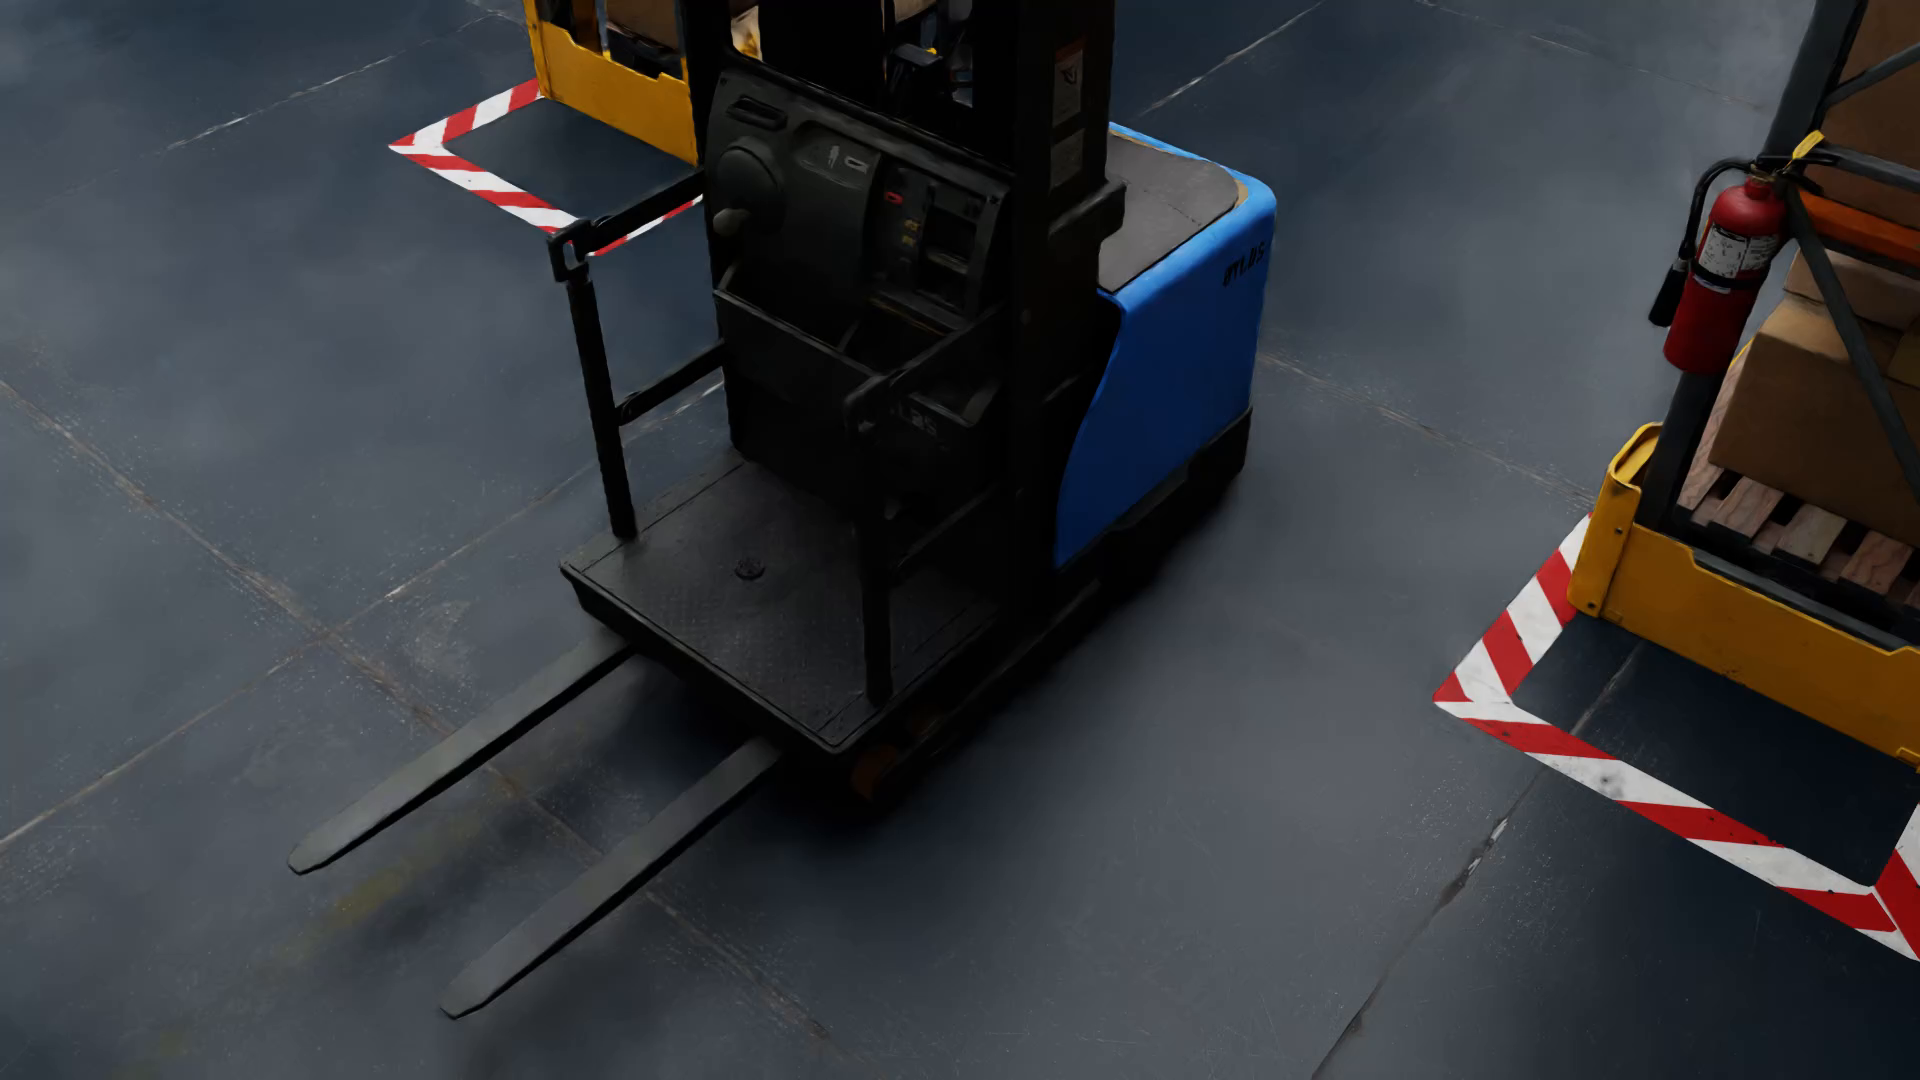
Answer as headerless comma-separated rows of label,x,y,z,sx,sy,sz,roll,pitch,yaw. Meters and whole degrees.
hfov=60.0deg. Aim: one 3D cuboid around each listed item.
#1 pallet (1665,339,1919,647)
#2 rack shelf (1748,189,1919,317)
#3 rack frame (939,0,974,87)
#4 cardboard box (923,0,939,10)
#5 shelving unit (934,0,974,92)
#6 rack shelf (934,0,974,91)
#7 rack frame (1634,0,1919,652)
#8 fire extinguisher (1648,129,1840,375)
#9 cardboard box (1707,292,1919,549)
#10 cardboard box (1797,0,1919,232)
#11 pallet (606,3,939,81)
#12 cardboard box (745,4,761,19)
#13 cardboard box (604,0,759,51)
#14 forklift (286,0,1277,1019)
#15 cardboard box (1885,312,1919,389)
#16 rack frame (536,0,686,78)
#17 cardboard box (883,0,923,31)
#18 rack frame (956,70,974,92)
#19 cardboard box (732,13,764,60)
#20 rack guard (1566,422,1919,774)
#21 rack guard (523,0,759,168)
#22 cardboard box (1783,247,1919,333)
pallet,2.845,-0.189,5.301,1.003,0.211,1.213,29,50,28
rack shelf,3.678,-1.538,5.247,1.077,0.370,4.000,29,50,28
rack frame,0.135,-1.441,5.274,0.400,2.100,0.015,2,43,2
cardboard box,-0.193,-2.735,7.745,0.500,0.250,0.500,29,50,28
shelving unit,0.146,-1.607,5.452,0.431,2.100,0.503,2,43,2
rack shelf,0.146,-1.597,5.461,0.431,0.518,0.480,2,43,2
rack frame,2.390,-0.775,3.872,1.000,3.000,0.127,29,50,28
fire extinguisher,1.940,-0.730,4.158,0.296,0.674,0.183,29,50,28
cardboard box,2.764,-0.409,5.016,0.700,0.500,0.500,29,50,28
cardboard box,2.711,-1.153,4.065,0.980,0.700,0.700,32,51,30
pallet,-0.842,-2.336,7.662,1.003,0.211,1.213,29,50,28
cardboard box,-0.710,-2.228,7.249,0.380,0.166,0.250,29,50,28
cardboard box,-1.242,-2.542,7.347,0.500,0.500,0.500,29,50,28
forklift,-0.410,-0.762,3.910,1.130,2.935,3.031,30,50,29
cardboard box,2.837,-0.498,4.632,0.380,0.149,0.250,30,50,29
rack frame,-1.404,-2.918,6.229,1.000,3.000,0.127,29,50,28
cardboard box,-0.515,-2.478,7.462,0.500,0.250,0.500,29,50,28
rack frame,0.158,-1.774,5.630,0.400,2.100,0.015,2,43,2
cardboard box,-0.871,-2.092,7.114,0.380,0.149,0.250,29,50,28
rack guard,2.375,0.162,4.700,1.175,0.500,0.348,29,50,28
rack guard,-1.355,-2.032,7.113,1.175,0.500,0.348,29,50,28
cardboard box,2.707,-0.794,4.957,0.380,0.149,0.250,29,50,28
